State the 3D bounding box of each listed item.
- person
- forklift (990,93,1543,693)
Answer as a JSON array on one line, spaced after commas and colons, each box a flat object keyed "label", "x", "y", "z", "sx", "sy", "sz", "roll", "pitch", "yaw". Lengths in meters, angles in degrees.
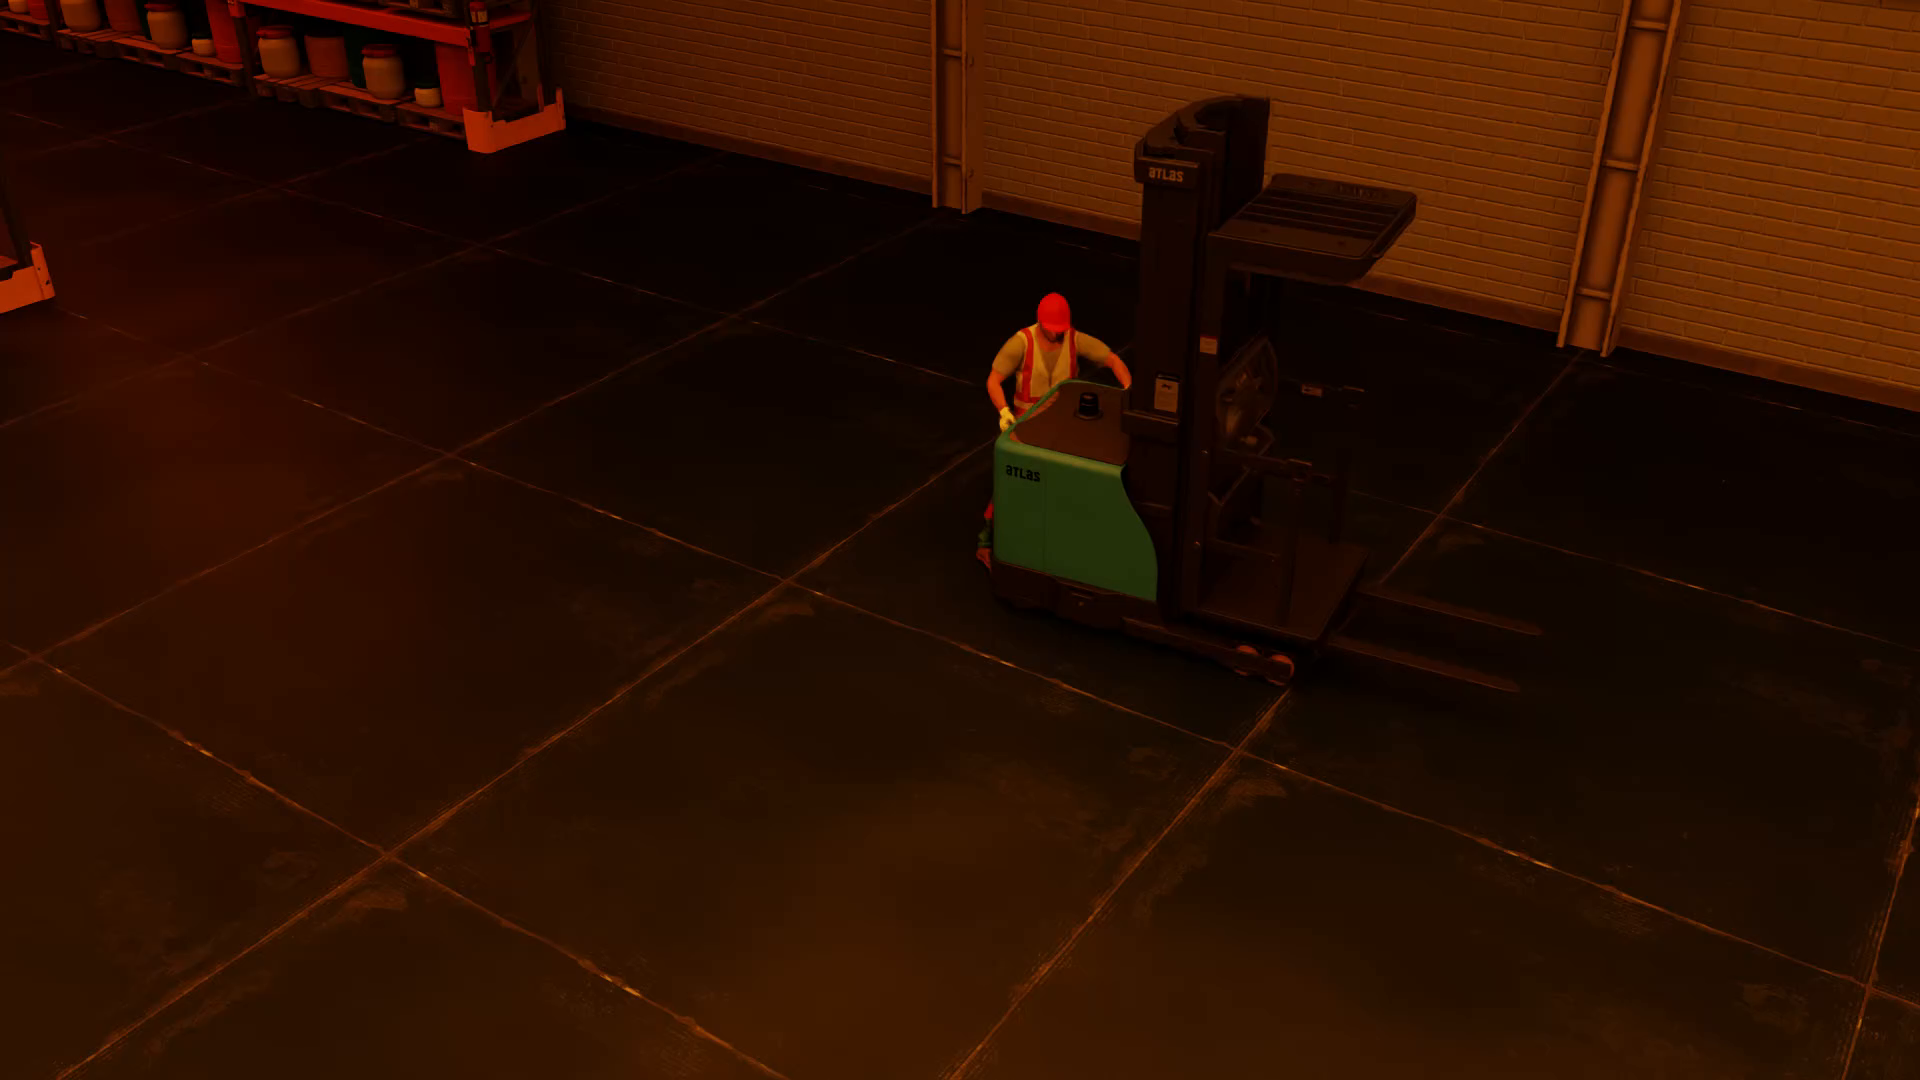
[{"label": "person", "x": 0.624, "y": -0.738, "z": 10.202, "sx": 1.159, "sy": 1.589, "sz": 1.003, "roll": -5, "pitch": 31, "yaw": -9}, {"label": "forklift", "x": 1.729, "y": -0.777, "z": 8.919, "sx": 3.031, "sy": 2.935, "sz": 1.130, "roll": 15, "pitch": 33, "yaw": 23}]
